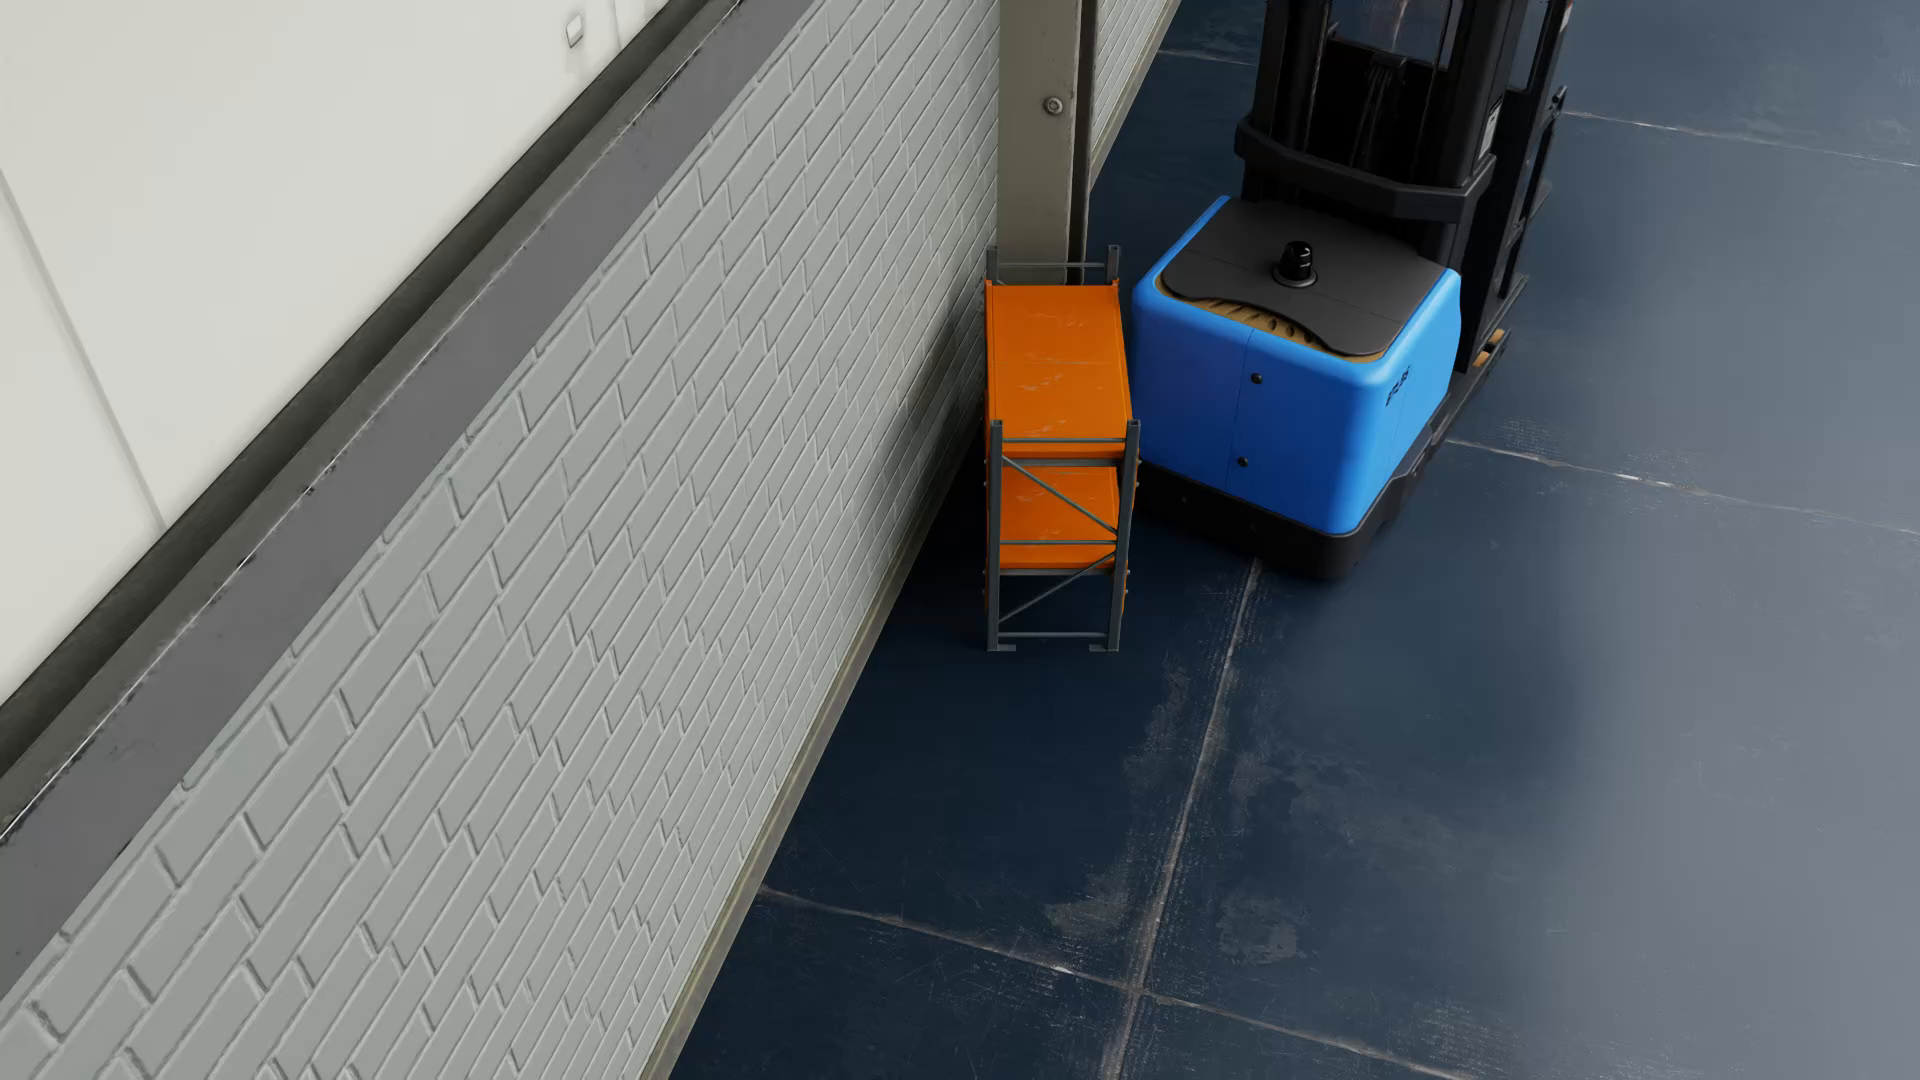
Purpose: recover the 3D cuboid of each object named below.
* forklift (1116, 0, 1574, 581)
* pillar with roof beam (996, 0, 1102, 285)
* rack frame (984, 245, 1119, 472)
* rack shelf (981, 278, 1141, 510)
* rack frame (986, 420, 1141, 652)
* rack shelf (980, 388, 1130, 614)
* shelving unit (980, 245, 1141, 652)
[{"bbox_3d":[1.840,-1.898,6.594,1.130,2.935,3.031,24,49,23],"label":"forklift"},{"bbox_3d":[4.452,-3.122,3.506,9.100,9.000,0.400,13,46,13],"label":"pillar with roof beam"},{"bbox_3d":[0.350,-0.700,6.661,0.500,1.125,0.032,0,44,0],"label":"rack frame"},{"bbox_3d":[0.350,-0.554,6.093,0.538,0.278,1.000,0,44,0],"label":"rack shelf"},{"bbox_3d":[0.351,0.011,5.934,0.500,1.125,0.032,0,44,0],"label":"rack frame"},{"bbox_3d":[0.350,-0.170,6.469,0.538,0.278,1.000,0,44,0],"label":"rack shelf"},{"bbox_3d":[0.350,-0.345,6.298,0.538,1.125,1.048,0,44,0],"label":"shelving unit"}]
